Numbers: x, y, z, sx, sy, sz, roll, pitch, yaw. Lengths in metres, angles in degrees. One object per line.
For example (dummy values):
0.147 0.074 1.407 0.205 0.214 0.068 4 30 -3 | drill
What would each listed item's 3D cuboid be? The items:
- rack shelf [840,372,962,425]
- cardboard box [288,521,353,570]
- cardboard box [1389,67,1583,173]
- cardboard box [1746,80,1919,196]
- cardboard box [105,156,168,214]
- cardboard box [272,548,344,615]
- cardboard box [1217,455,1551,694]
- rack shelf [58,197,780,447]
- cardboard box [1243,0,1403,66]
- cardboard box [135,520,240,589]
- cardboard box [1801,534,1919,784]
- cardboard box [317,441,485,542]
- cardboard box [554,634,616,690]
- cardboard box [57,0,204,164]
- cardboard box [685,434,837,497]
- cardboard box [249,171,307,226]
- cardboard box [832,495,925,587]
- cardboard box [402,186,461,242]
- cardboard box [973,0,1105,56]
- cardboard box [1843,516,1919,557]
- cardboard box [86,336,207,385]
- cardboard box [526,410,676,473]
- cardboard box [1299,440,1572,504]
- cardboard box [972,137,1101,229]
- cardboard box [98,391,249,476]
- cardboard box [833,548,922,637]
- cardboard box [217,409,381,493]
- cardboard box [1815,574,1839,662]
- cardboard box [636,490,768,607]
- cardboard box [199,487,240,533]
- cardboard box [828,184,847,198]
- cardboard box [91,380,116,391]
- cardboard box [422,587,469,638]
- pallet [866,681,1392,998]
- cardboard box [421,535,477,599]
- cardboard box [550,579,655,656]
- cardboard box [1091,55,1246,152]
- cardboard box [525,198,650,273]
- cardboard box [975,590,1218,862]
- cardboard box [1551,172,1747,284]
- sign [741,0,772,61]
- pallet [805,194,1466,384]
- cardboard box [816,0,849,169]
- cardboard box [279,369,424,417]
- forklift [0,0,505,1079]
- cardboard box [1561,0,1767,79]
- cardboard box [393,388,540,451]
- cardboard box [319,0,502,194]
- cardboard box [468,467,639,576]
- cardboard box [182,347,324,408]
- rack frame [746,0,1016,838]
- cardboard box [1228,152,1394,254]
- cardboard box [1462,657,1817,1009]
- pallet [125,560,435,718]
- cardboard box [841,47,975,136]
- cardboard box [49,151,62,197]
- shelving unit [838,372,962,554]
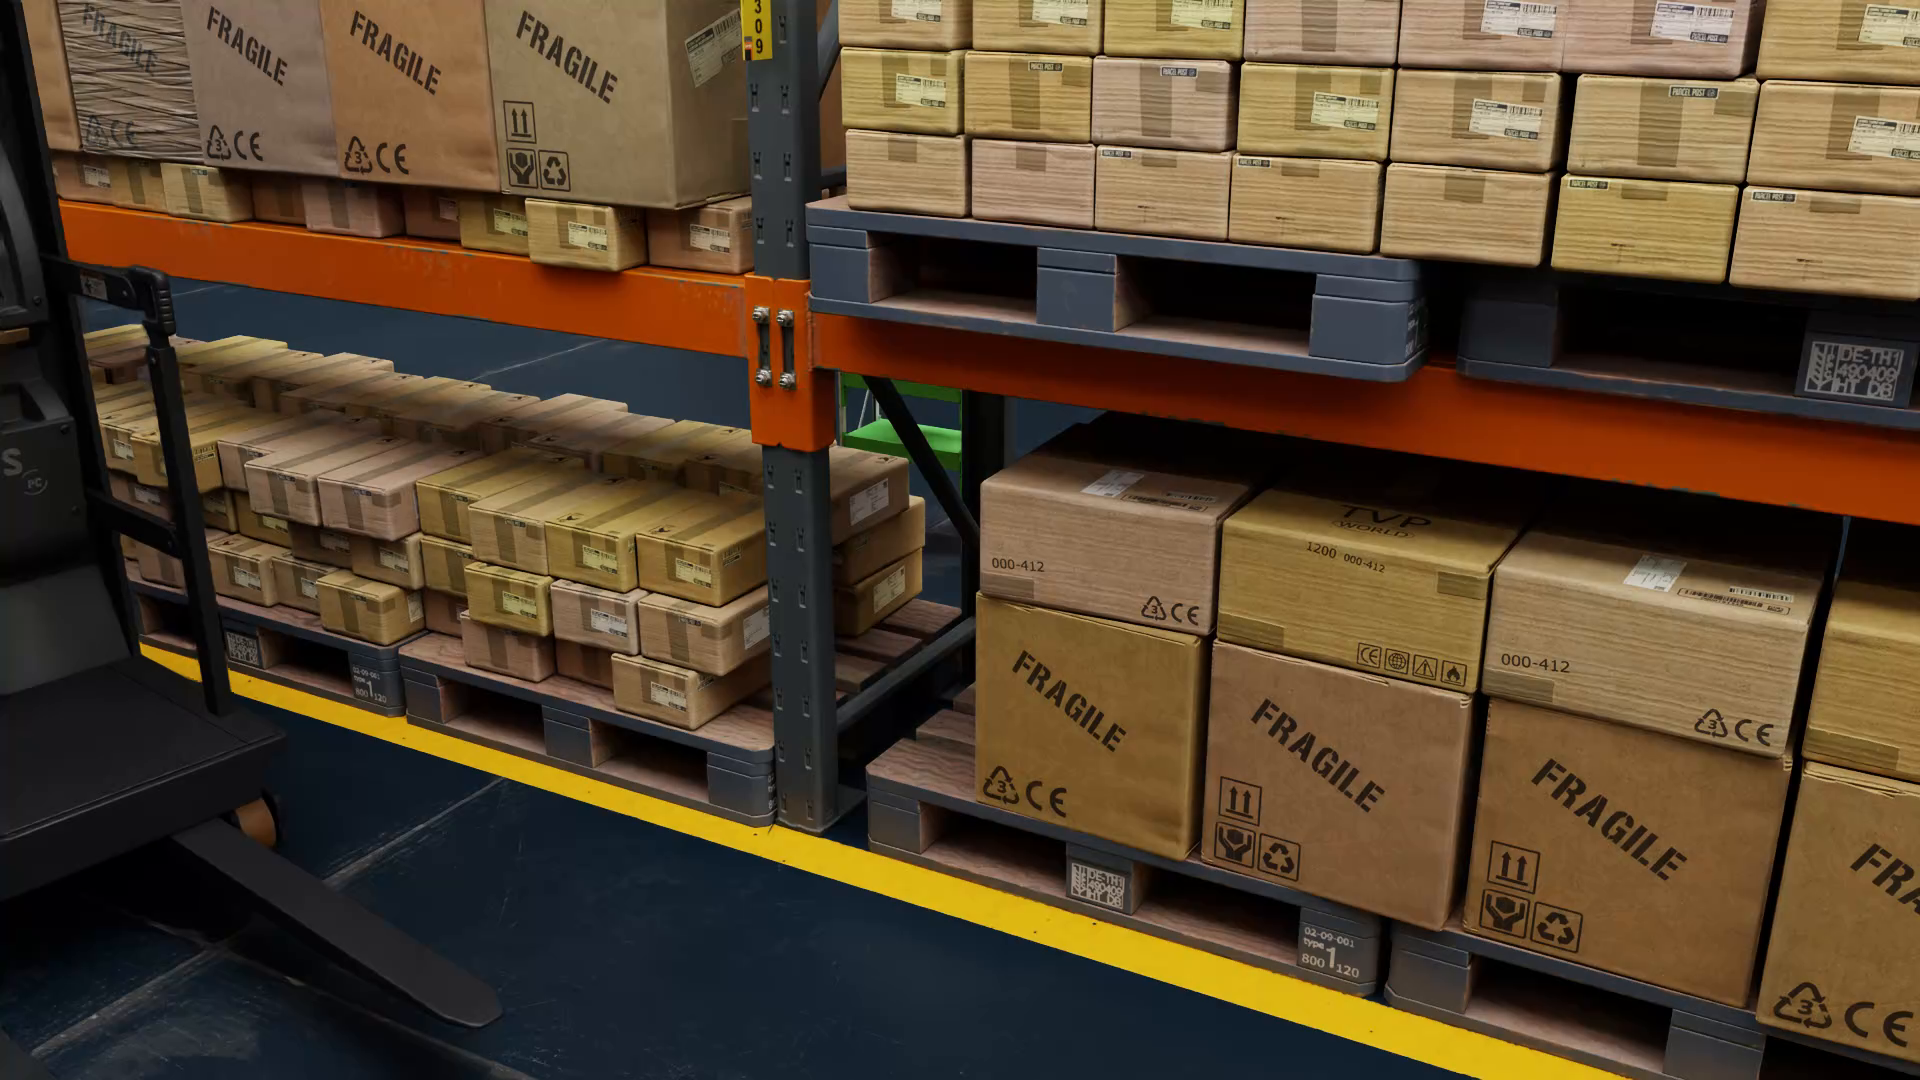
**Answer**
-0.145 -0.532 5.758 0.480 0.148 0.258 11 23 27 | rack shelf
-1.684 -0.059 4.758 0.250 0.149 0.380 10 22 25 | cardboard box
0.894 -0.710 2.740 0.250 0.149 0.380 12 23 29 | cardboard box
1.344 -0.623 2.500 0.250 0.149 0.380 10 22 26 | cardboard box
-2.125 -1.017 4.639 0.250 0.149 0.380 12 23 29 | cardboard box
-1.749 0.078 4.817 0.250 0.149 0.380 11 23 28 | cardboard box
0.840 0.049 3.282 0.500 0.250 0.500 11 23 29 | cardboard box
-1.888 -0.860 4.892 4.000 0.370 1.077 11 23 27 | rack shelf
0.663 -0.892 2.806 0.250 0.149 0.380 10 22 27 | cardboard box
-2.231 0.009 5.006 0.250 0.149 0.380 10 22 25 | cardboard box
1.743 0.219 2.813 0.500 0.250 0.500 11 23 29 | cardboard box
-1.513 -0.138 4.540 0.250 0.149 0.380 10 22 25 | cardboard box
-0.837 0.245 4.355 0.250 0.149 0.380 12 23 29 | cardboard box
-2.028 -1.311 4.498 0.500 0.500 0.500 10 22 26 | cardboard box
-0.554 -0.185 4.669 0.250 0.149 0.380 12 23 30 | cardboard box
-1.649 -0.943 4.434 0.250 0.149 0.380 10 22 27 | cardboard box
-0.303 -0.018 4.645 0.250 0.149 0.380 12 23 30 | cardboard box
-1.180 -0.861 4.209 0.250 0.149 0.380 10 22 26 | cardboard box
0.224 -0.978 3.042 0.250 0.149 0.380 11 23 29 | cardboard box
1.997 0.067 3.230 0.500 0.250 0.500 11 23 28 | cardboard box
-2.857 -0.596 5.803 0.250 0.149 0.380 11 23 28 | cardboard box
-1.037 -0.249 4.845 0.250 0.149 0.380 10 22 26 | cardboard box
1.073 -0.103 3.699 0.500 0.250 0.500 12 23 30 | cardboard box
0.222 -0.698 3.144 0.250 0.149 0.380 11 23 28 | cardboard box
-2.391 -0.324 5.052 0.250 0.149 0.380 12 23 29 | cardboard box
-0.304 0.121 4.698 0.250 0.149 0.380 10 22 25 | cardboard box
-1.918 -0.253 4.857 0.250 0.149 0.380 11 23 27 | cardboard box
1.966 0.417 3.366 0.500 0.500 0.500 10 22 26 | cardboard box
-0.580 0.016 4.115 0.250 0.149 0.380 12 23 29 | cardboard box
-2.128 -0.164 5.047 0.250 0.149 0.380 12 23 30 | cardboard box
-0.230 -0.892 4.294 0.250 0.149 0.380 12 23 29 | cardboard box
-2.886 -0.389 5.232 0.250 0.149 0.380 11 23 27 | cardboard box
-1.270 0.140 4.644 0.250 0.149 0.380 10 22 26 | cardboard box
0.538 0.574 3.973 1.213 0.211 1.003 11 23 27 | pallet
-1.228 0.028 4.518 0.250 0.149 0.380 11 23 28 | cardboard box
-0.815 0.138 4.214 0.250 0.149 0.380 10 22 25 | cardboard box
0.430 -0.797 2.980 0.250 0.149 0.380 11 23 29 | cardboard box
-0.784 -0.736 3.863 0.250 0.149 0.380 10 22 26 | cardboard box
0.373 0.314 3.651 0.500 0.500 0.500 12 23 29 | cardboard box
1.120 -0.527 2.672 0.250 0.149 0.380 10 22 26 | cardboard box
-0.400 -1.110 3.256 0.005 0.325 0.100 11 23 27 | sign
0.454 -0.605 3.416 1.213 0.211 1.003 11 23 27 | pallet
-0.452 -1.210 4.219 0.500 0.500 0.500 10 22 26 | cardboard box
-1.936 -0.424 5.328 0.250 0.149 0.380 10 22 26 | cardboard box
-2.180 -0.578 3.159 3.031 2.935 1.130 16 25 37 | forklift
1.107 -0.808 2.573 0.250 0.149 0.380 12 23 29 | cardboard box
-1.498 -0.336 5.086 0.250 0.149 0.380 10 22 25 | cardboard box
-1.155 -1.136 4.014 0.500 0.500 0.500 10 22 26 | cardboard box
-1.043 -0.054 4.308 0.250 0.149 0.380 11 22 27 | cardboard box
-2.374 -0.529 5.617 0.250 0.149 0.380 10 22 25 | cardboard box
-0.142 -0.866 3.853 0.127 3.000 1.000 11 23 27 | rack frame
0.657 -0.613 2.910 0.250 0.149 0.380 11 23 28 | cardboard box
1.300 0.484 3.181 0.500 0.500 0.500 11 23 28 | cardboard box
-1.815 0.141 5.166 1.213 0.211 1.003 11 23 27 | pallet
-0.023 -0.882 3.215 0.250 0.149 0.380 11 23 28 | cardboard box
-2.542 -1.116 4.911 0.250 0.149 0.380 11 22 27 | cardboard box
-0.145 -0.592 5.736 0.503 1.200 0.258 11 23 27 | shelving unit
